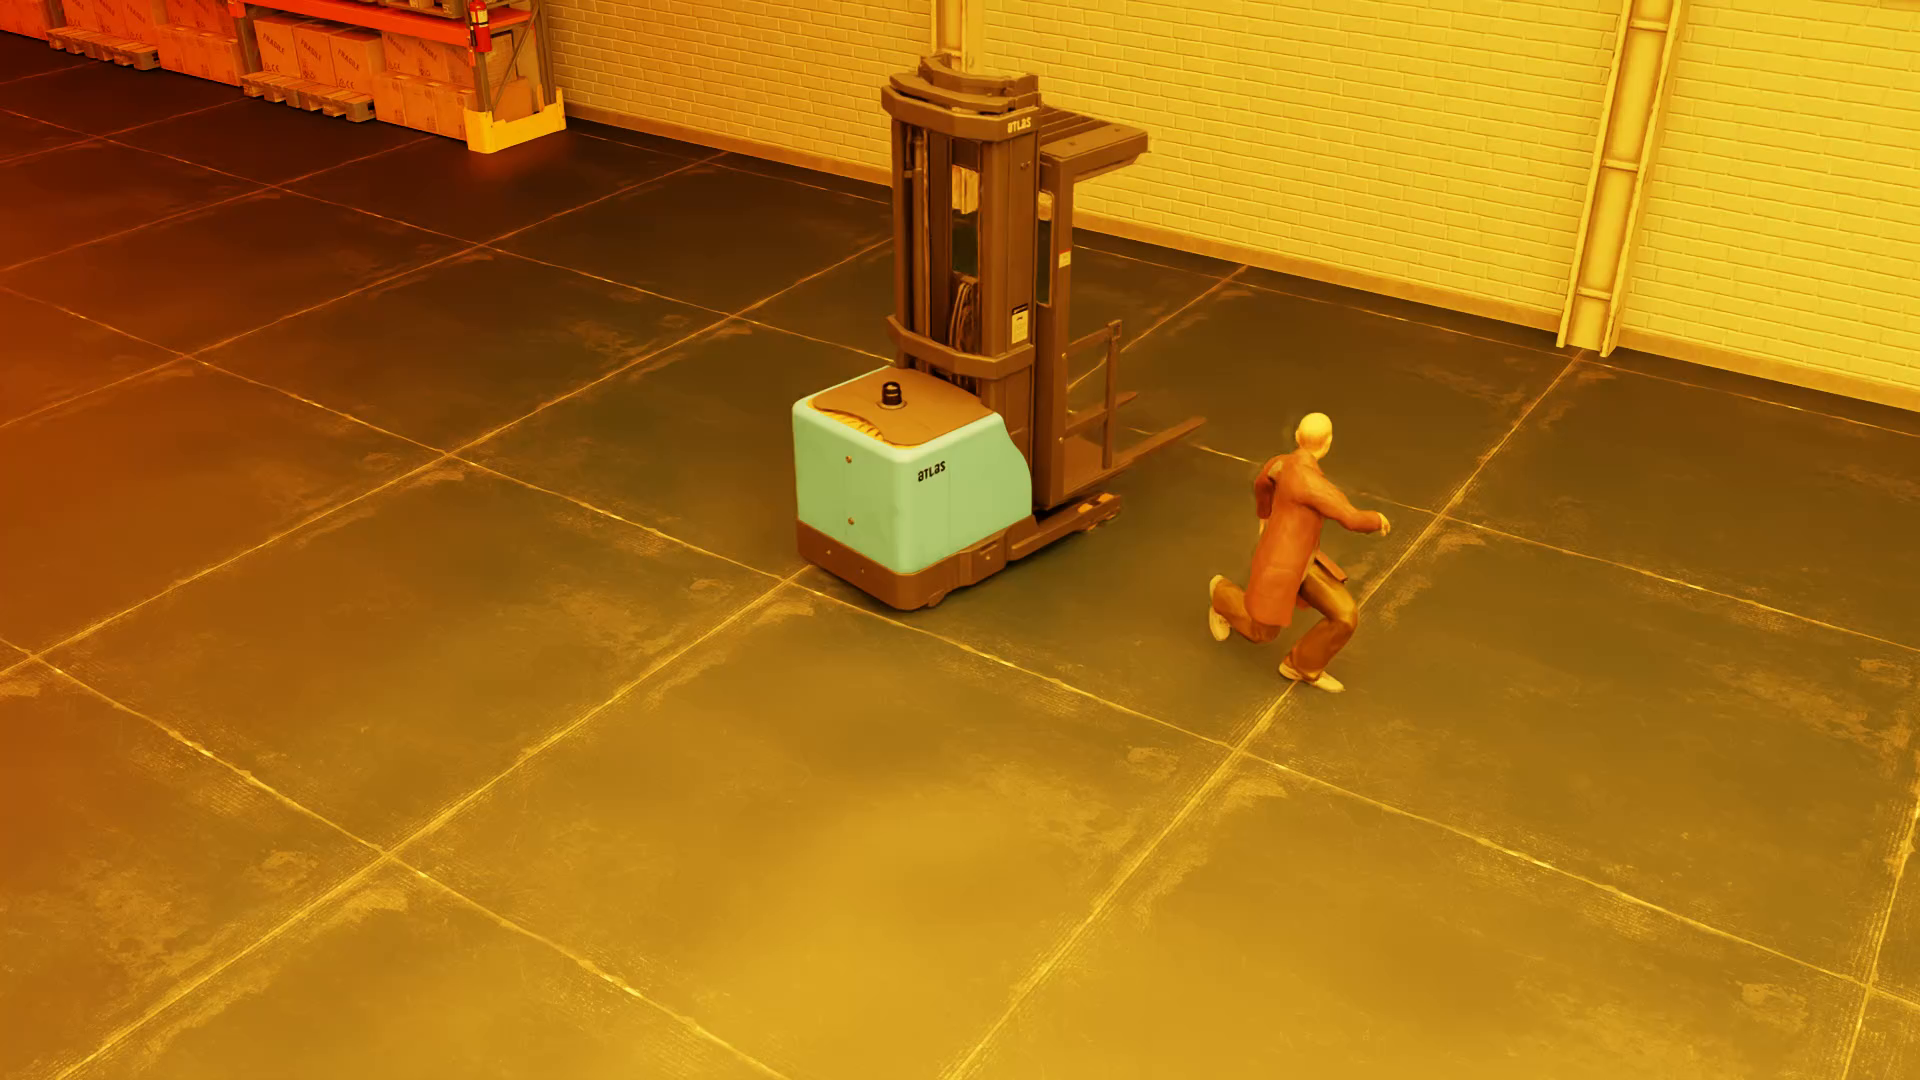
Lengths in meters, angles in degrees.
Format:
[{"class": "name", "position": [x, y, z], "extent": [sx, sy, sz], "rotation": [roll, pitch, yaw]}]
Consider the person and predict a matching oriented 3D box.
[{"class": "person", "position": [1.774, 0.027, 8.994], "extent": [0.948, 1.537, 0.706], "rotation": [21, 36, 32]}]

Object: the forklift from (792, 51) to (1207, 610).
[{"class": "forklift", "position": [0.397, -1.495, 10.156], "extent": [3.031, 2.935, 1.130], "rotation": [-26, 39, -37]}]
